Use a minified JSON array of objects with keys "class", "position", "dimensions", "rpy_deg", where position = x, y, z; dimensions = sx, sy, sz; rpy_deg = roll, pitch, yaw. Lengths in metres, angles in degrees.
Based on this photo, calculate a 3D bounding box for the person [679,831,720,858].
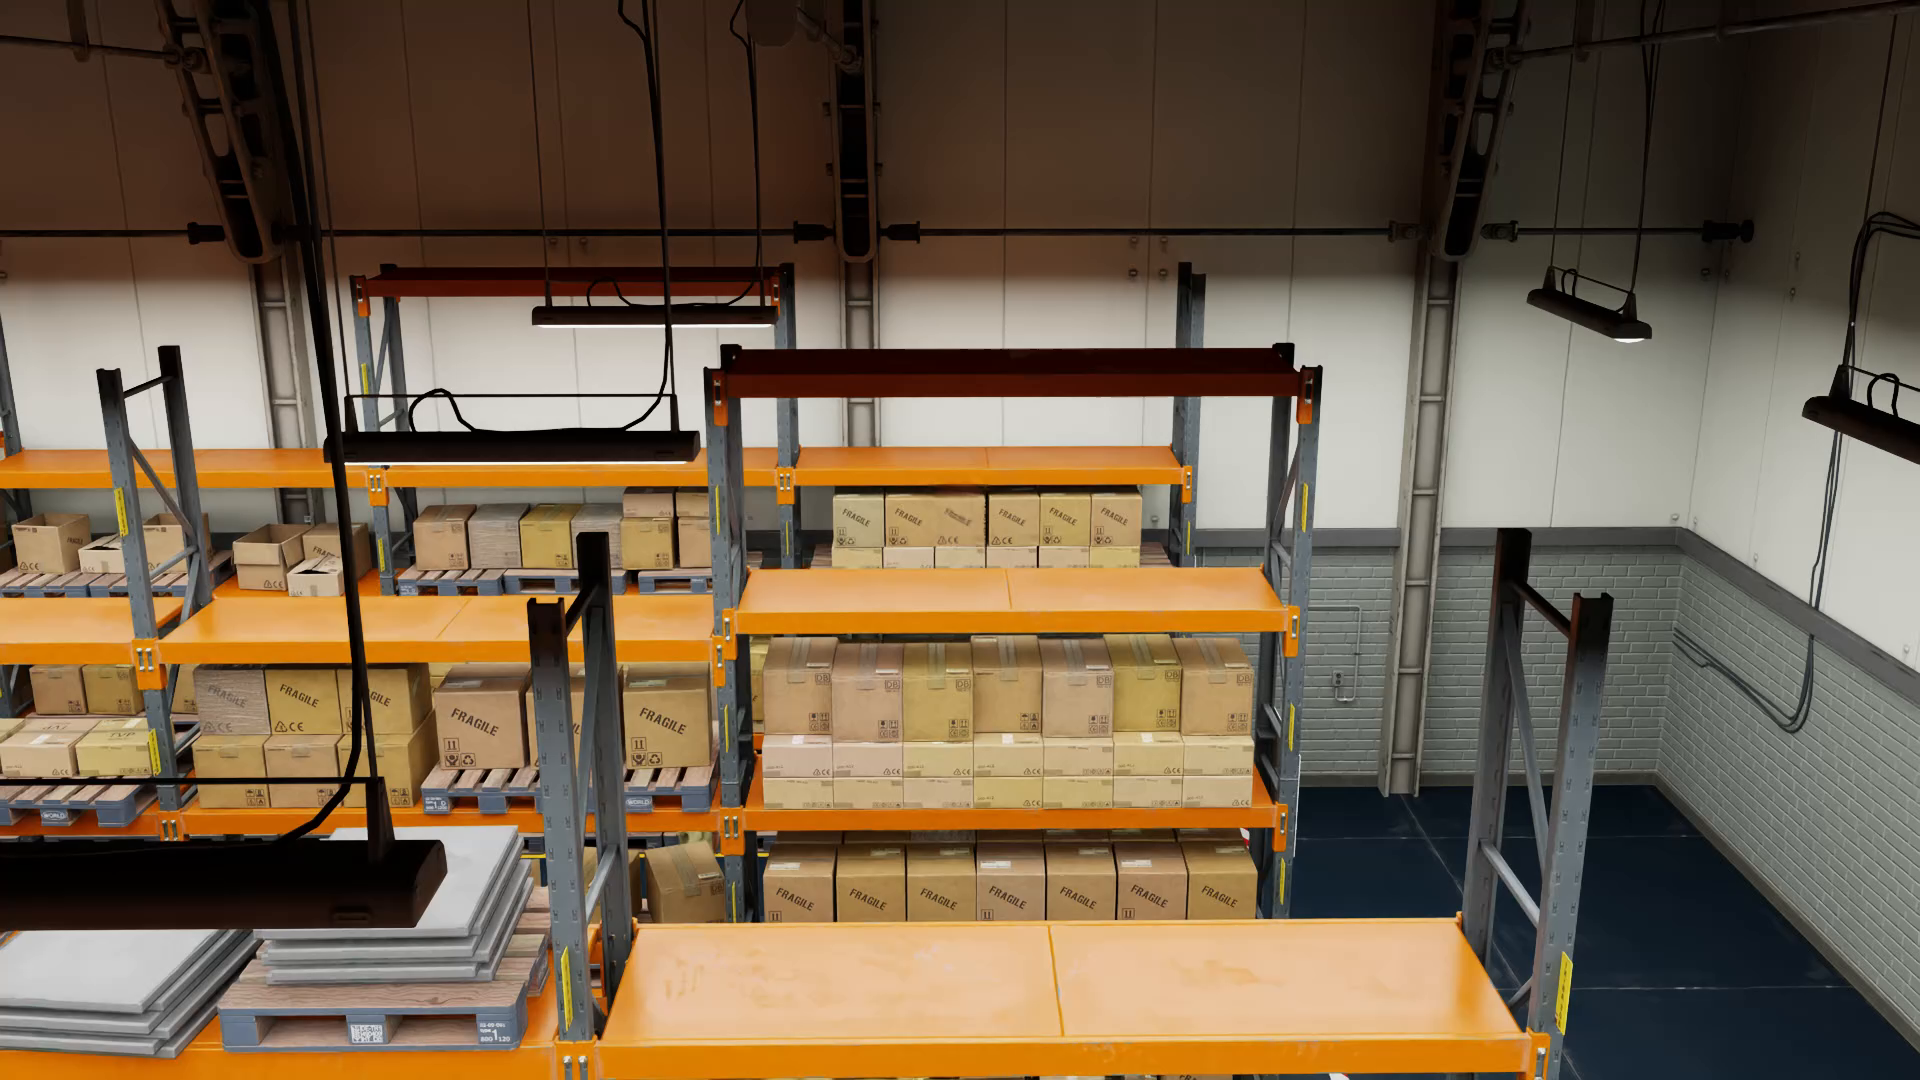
[{"class":"person","position":[-2.311,3.035,15.216],"dimensions":[0.523,1.652,0.524],"rpy_deg":[3,16,9]}]
